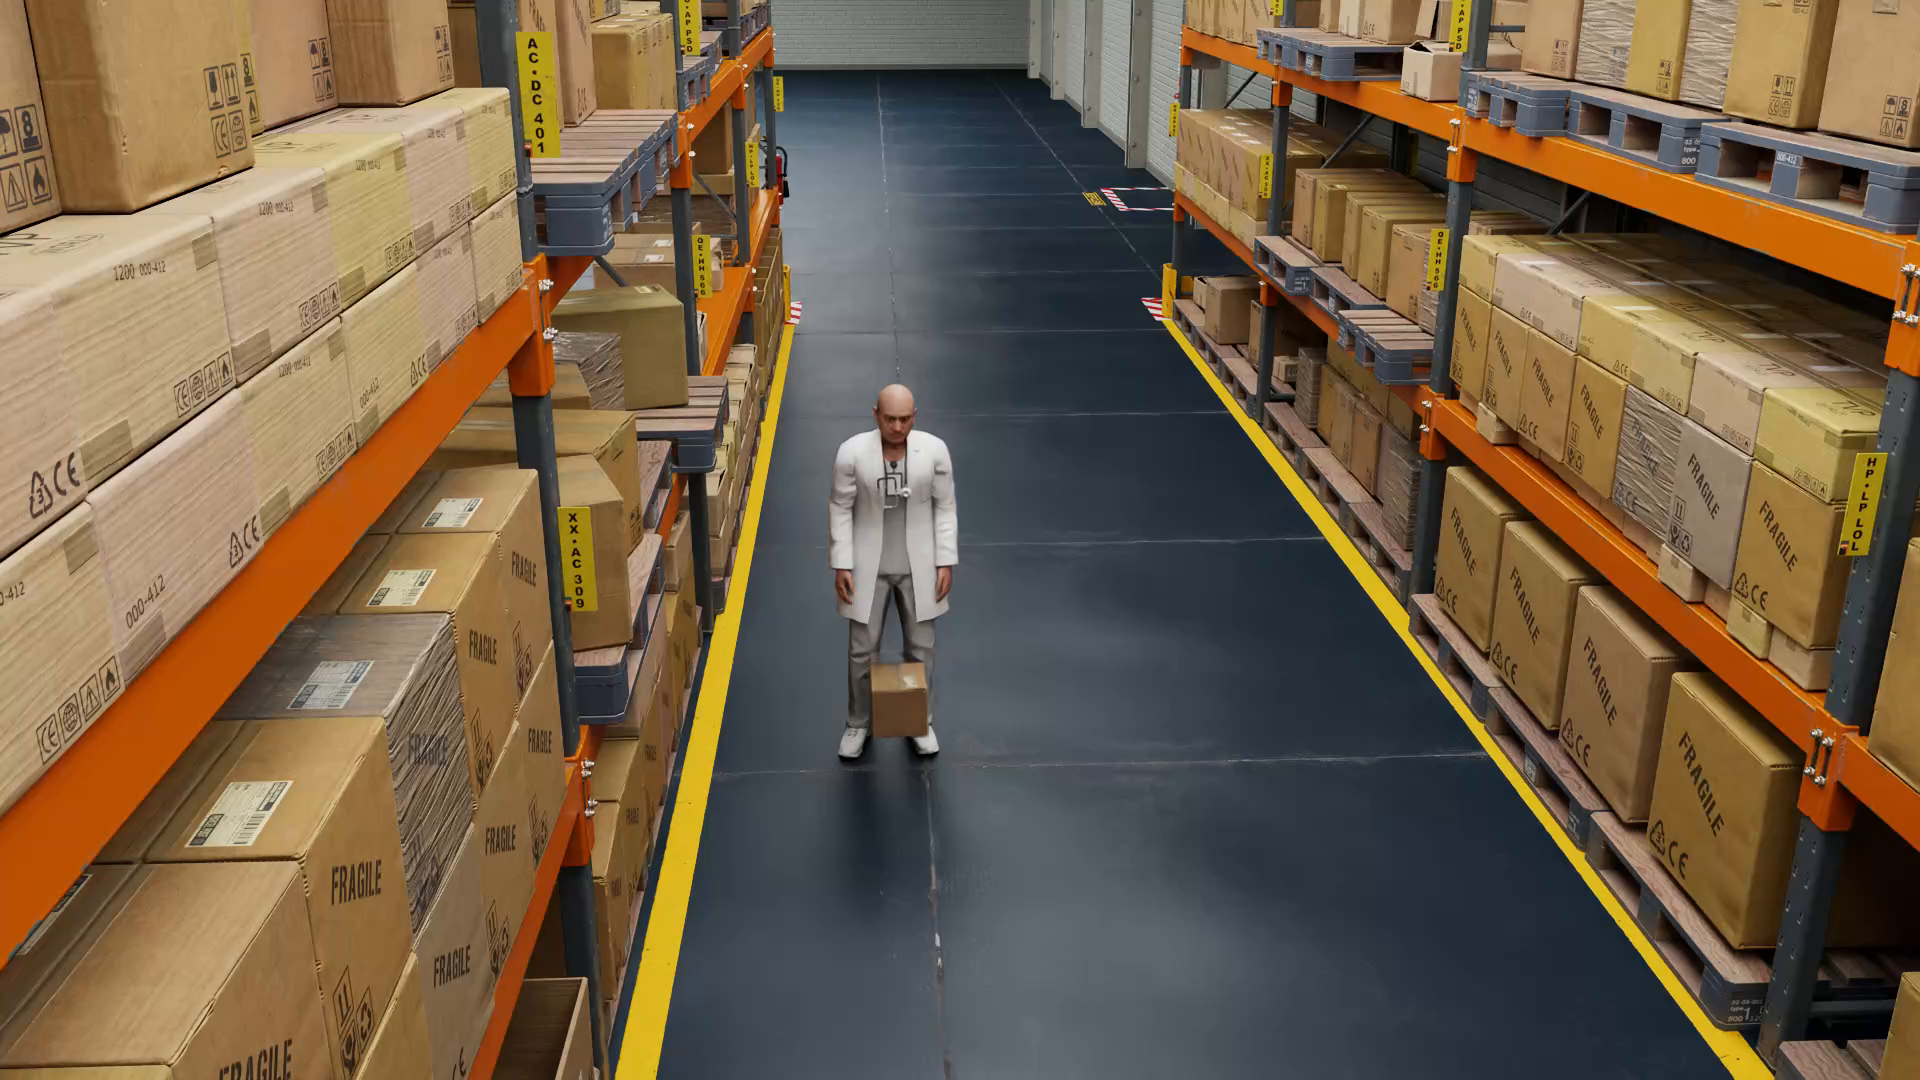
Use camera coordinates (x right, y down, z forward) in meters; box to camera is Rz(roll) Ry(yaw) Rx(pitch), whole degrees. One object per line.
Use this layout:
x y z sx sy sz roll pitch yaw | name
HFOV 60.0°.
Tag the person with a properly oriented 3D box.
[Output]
-0.307 0.135 7.727 0.601 1.776 0.425 -2 20 -5 | person
